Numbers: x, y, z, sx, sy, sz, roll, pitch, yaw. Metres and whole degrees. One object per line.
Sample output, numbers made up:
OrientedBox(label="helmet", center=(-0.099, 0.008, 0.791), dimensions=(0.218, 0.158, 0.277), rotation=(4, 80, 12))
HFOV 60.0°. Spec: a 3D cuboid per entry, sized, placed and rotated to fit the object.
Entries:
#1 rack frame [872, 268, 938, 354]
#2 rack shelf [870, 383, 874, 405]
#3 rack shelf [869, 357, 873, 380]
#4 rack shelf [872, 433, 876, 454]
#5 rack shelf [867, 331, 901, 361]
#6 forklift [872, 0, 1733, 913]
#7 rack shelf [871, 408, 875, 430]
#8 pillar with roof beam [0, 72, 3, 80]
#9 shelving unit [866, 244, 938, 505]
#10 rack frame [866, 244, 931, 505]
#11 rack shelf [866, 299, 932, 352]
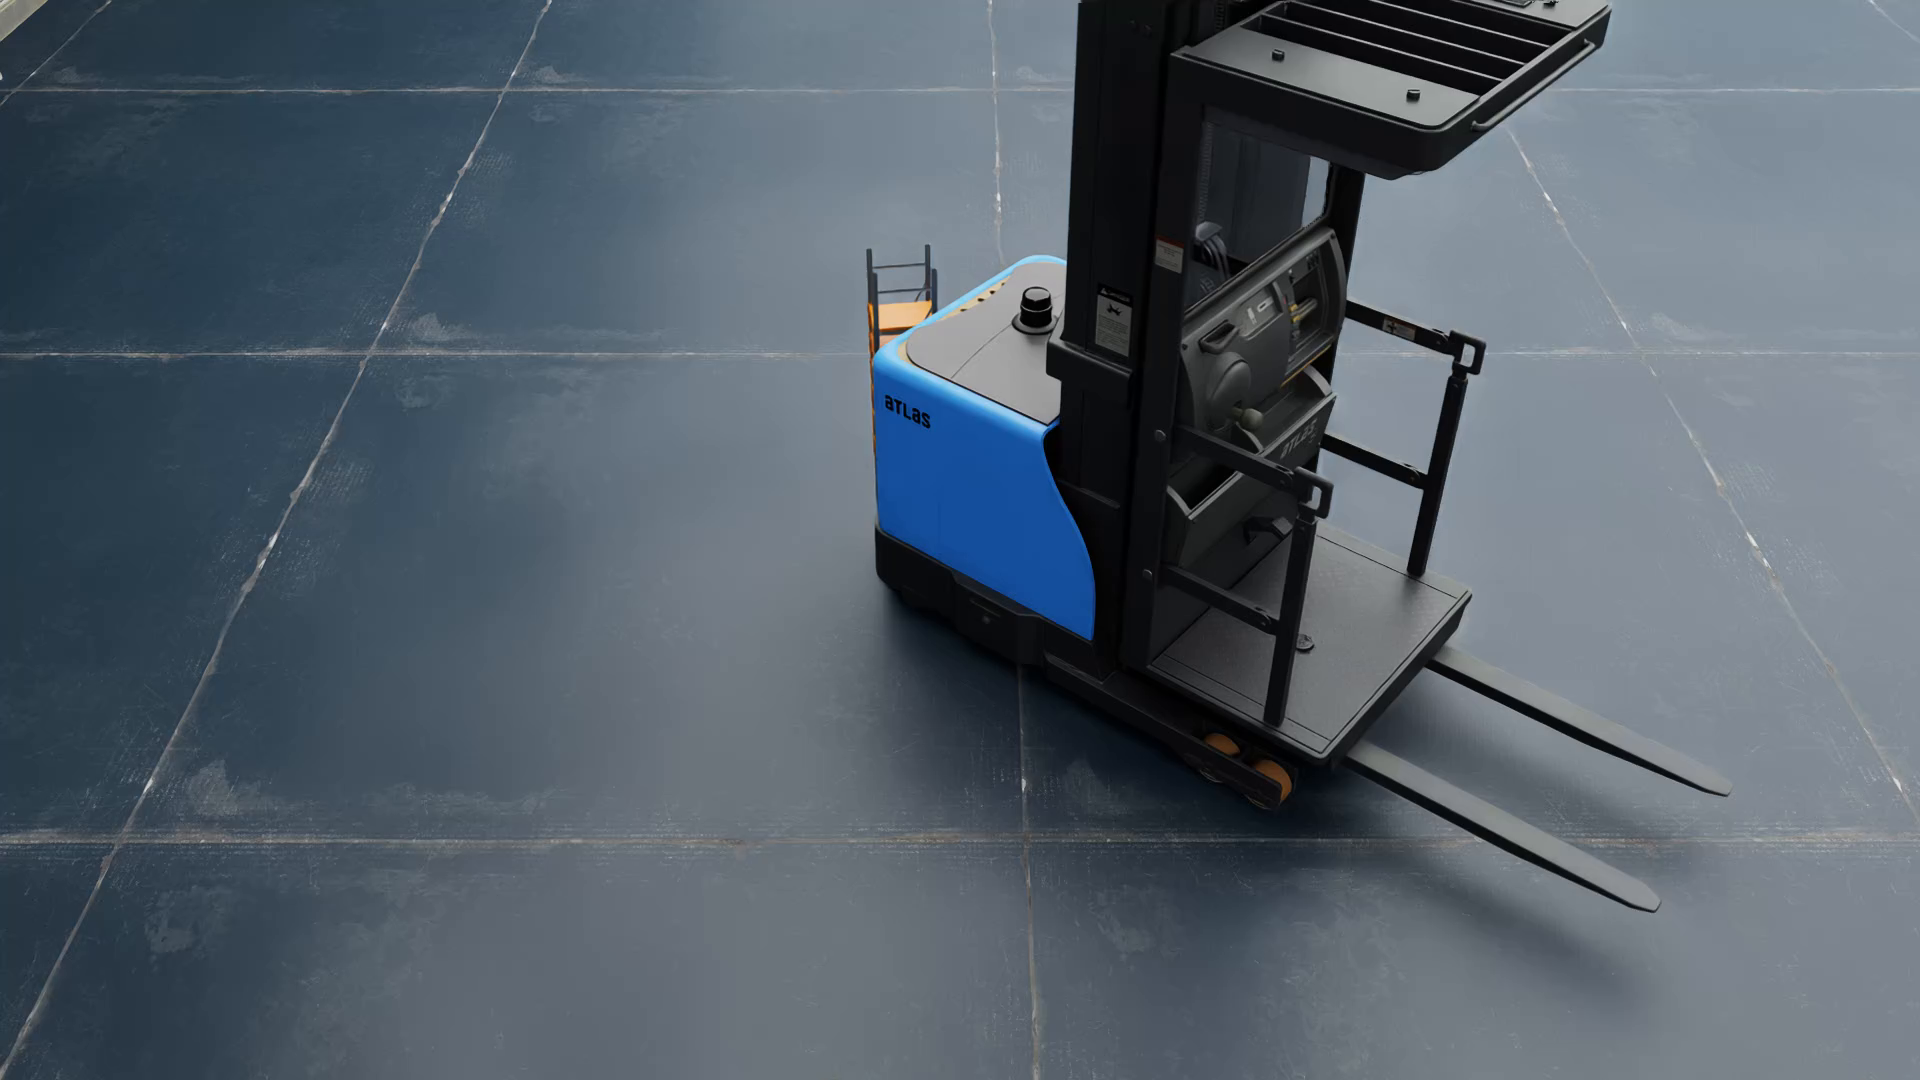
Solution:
OrientedBox(label="rack frame", center=(-0.202, -0.513, 6.430), dimensions=(0.240, 1.200, 0.006), rotation=(-5, 39, -7))
OrientedBox(label="rack shelf", center=(-0.216, -0.534, 6.528), dimensions=(0.258, 0.103, 0.180), rotation=(-5, 39, -7))
OrientedBox(label="rack shelf", center=(-0.216, -0.628, 6.453), dimensions=(0.258, 0.103, 0.180), rotation=(-5, 39, -7))
OrientedBox(label="rack shelf", center=(-0.216, -0.347, 6.679), dimensions=(0.258, 0.103, 0.180), rotation=(-5, 39, -7))
OrientedBox(label="rack shelf", center=(-0.216, -0.722, 6.378), dimensions=(0.258, 0.103, 0.180), rotation=(-5, 39, -7))
OrientedBox(label="forklift", center=(1.132, -0.613, 5.172), dimensions=(3.031, 2.935, 1.130), rotation=(27, 46, 30))
OrientedBox(label="rack shelf", center=(-0.216, -0.441, 6.603), dimensions=(0.258, 0.103, 0.180), rotation=(-5, 39, -7))
OrientedBox(label="pillar with roof beam", center=(-1.798, -6.266, 7.374), dimensions=(9.100, 9.000, 0.400), rotation=(0, 39, 0))
OrientedBox(label="shelving unit", center=(-0.216, -0.569, 6.501), dimensions=(0.258, 1.200, 0.189), rotation=(-5, 39, -7))
OrientedBox(label="rack frame", center=(-0.230, -0.626, 6.571), dimensions=(0.240, 1.200, 0.006), rotation=(-5, 39, -7))
OrientedBox(label="rack shelf", center=(-0.216, -0.815, 6.303), dimensions=(0.258, 0.103, 0.180), rotation=(-5, 39, -7))
